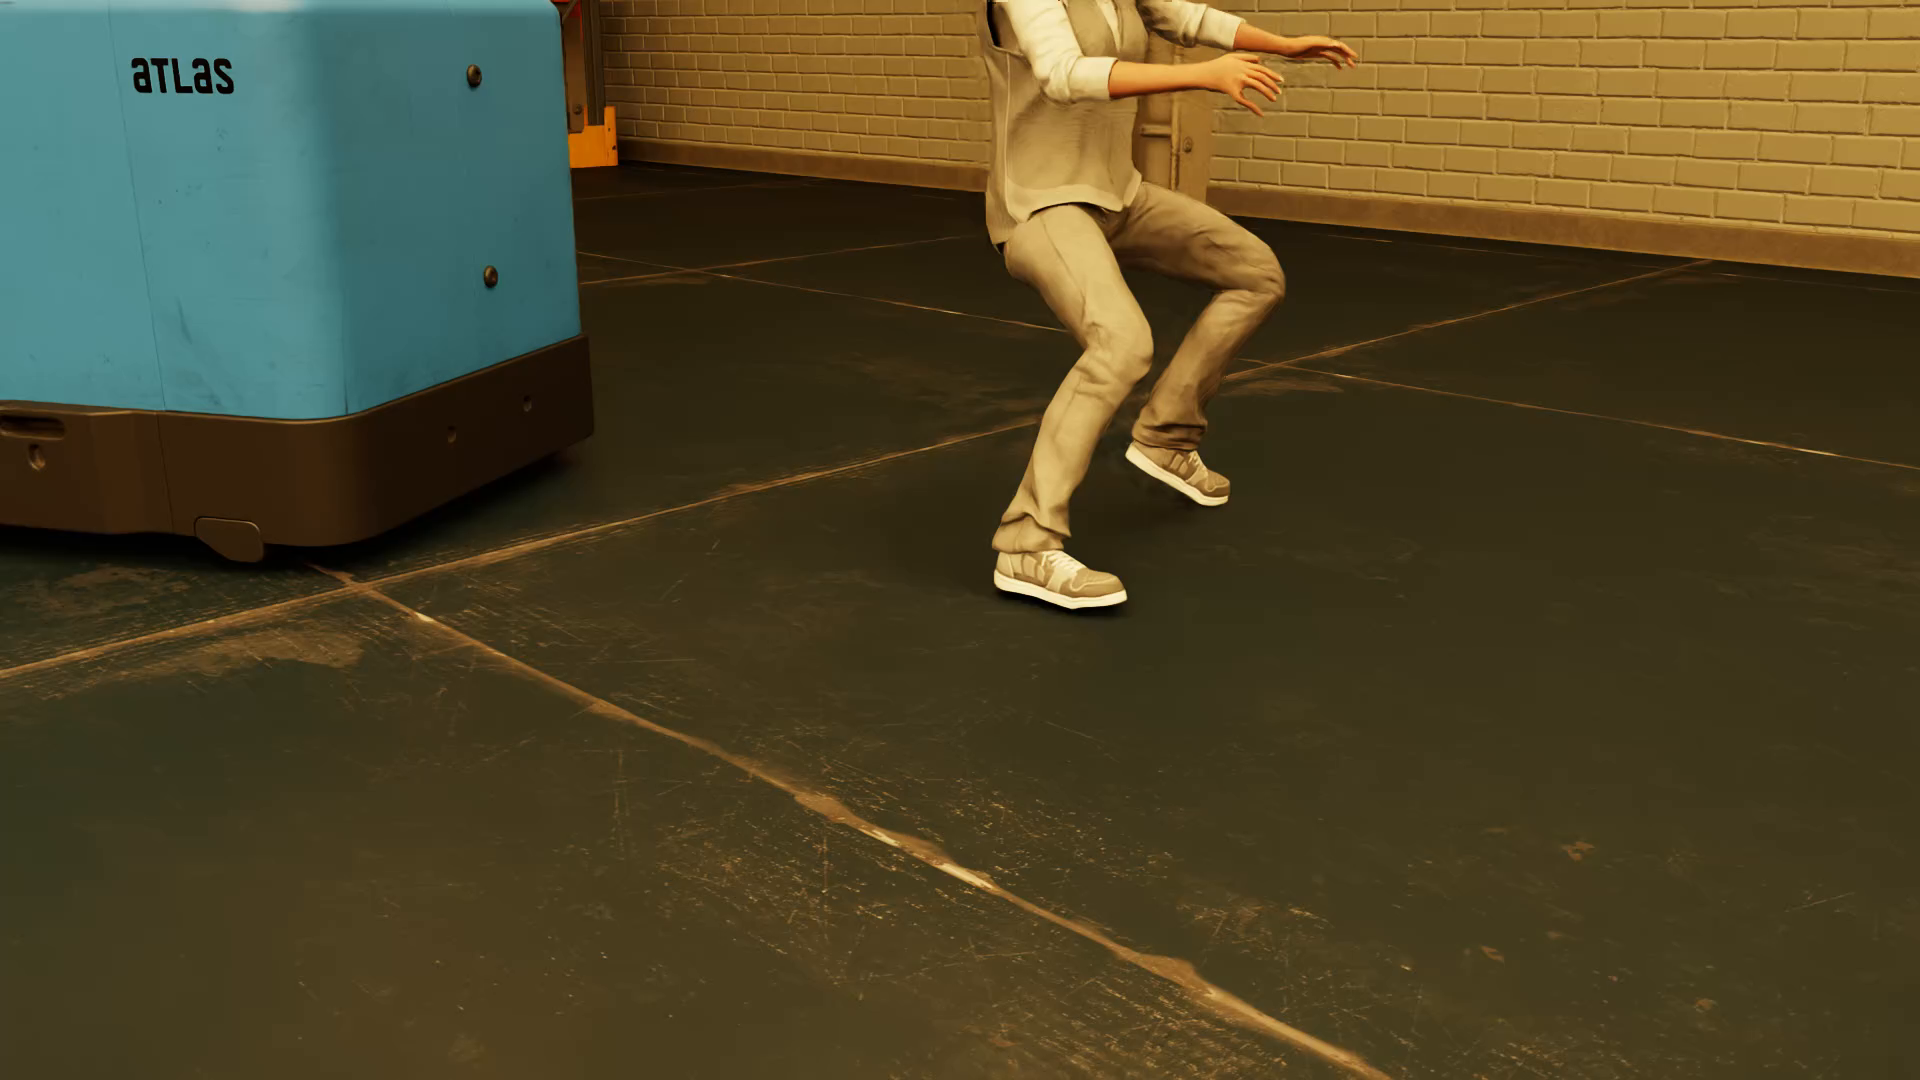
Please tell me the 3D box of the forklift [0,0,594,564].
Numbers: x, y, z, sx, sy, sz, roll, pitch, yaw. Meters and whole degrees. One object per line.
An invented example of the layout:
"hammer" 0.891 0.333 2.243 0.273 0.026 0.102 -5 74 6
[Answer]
"forklift" -2.451 -1.582 3.550 3.031 2.935 1.130 5 18 15

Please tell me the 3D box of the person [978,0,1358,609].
"person" 0.361 -0.649 3.159 0.678 1.376 0.871 13 21 35
